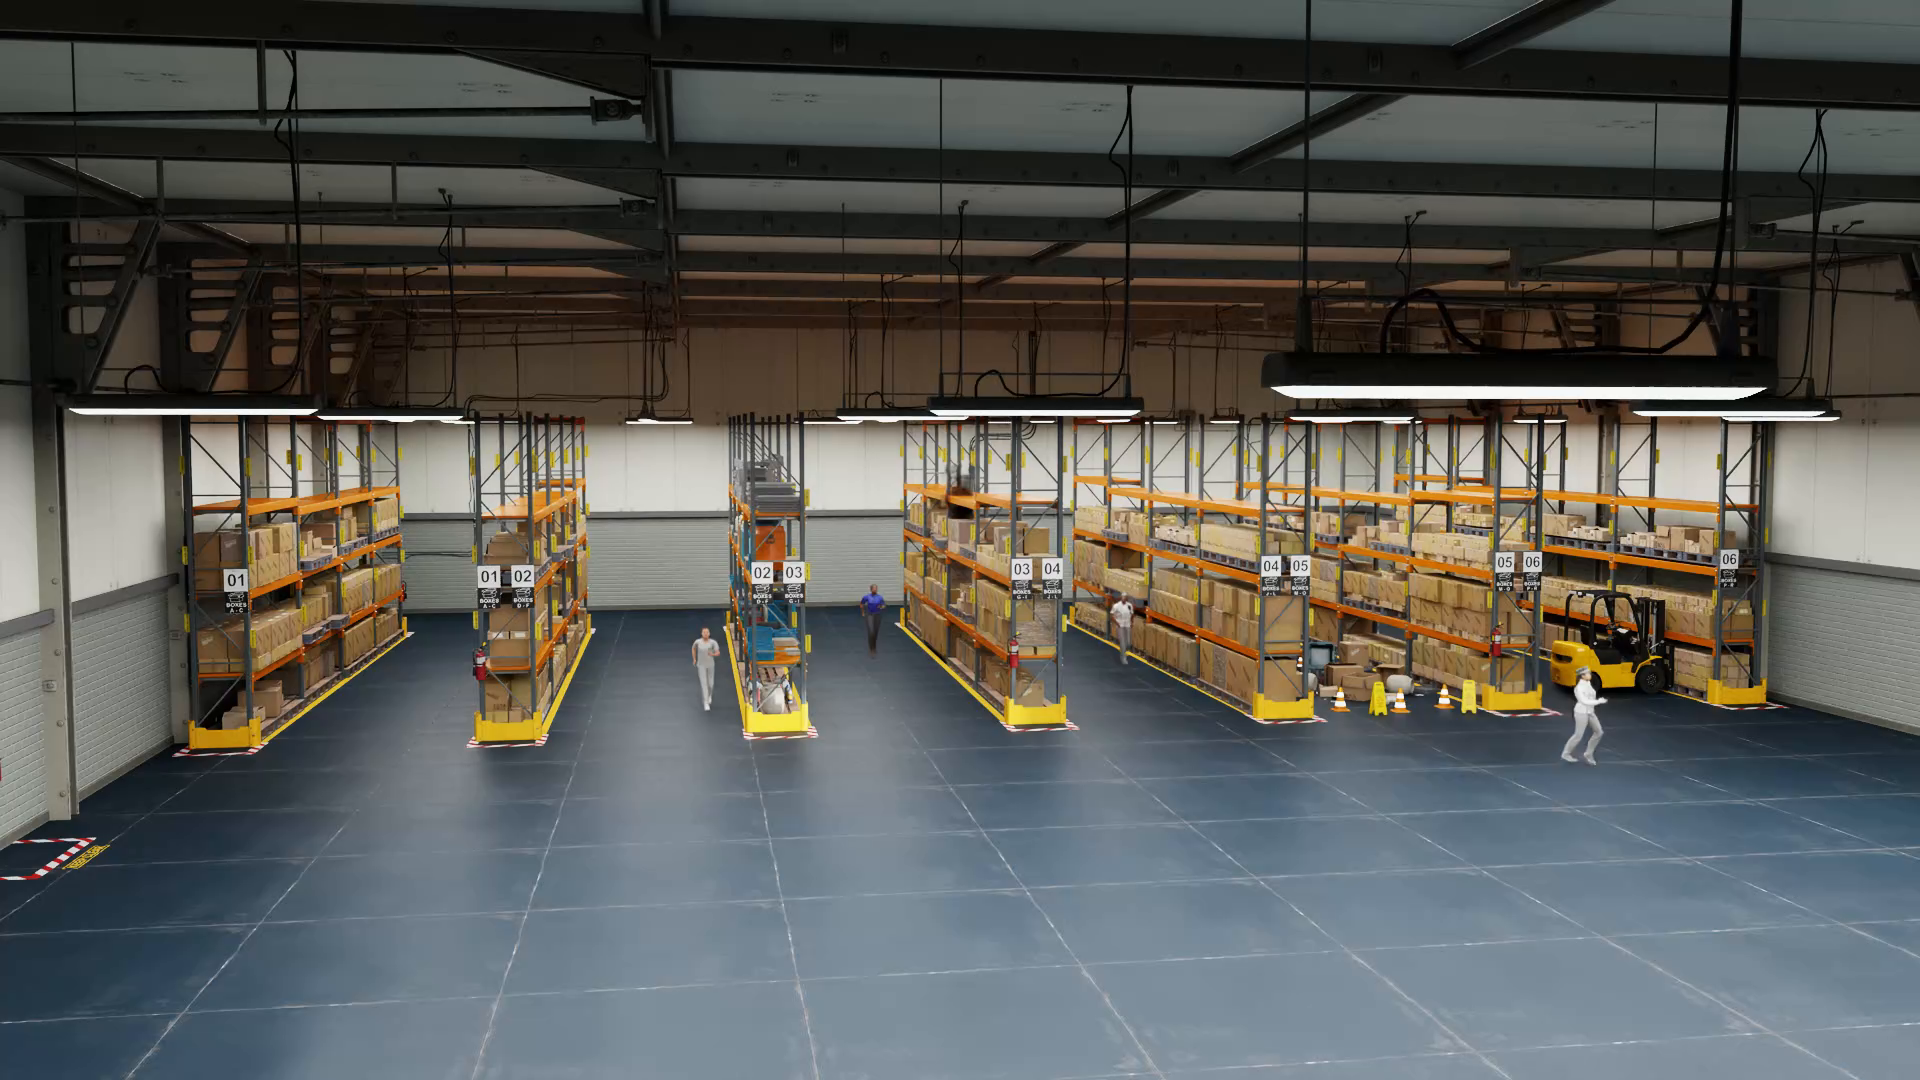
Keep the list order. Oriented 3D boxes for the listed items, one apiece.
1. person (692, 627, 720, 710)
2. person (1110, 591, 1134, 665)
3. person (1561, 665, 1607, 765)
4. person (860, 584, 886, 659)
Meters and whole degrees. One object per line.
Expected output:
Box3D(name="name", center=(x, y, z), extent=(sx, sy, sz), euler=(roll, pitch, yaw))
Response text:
Box3D(name="person", center=(-5.152, 2.573, 33.743), extent=(0.565, 1.647, 0.947), euler=(-1, 4, -10))
Box3D(name="person", center=(3.739, 1.998, 38.248), extent=(0.587, 1.686, 0.549), euler=(-1, 4, -14))
Box3D(name="person", center=(10.570, 2.972, 28.122), extent=(0.715, 1.744, 0.595), euler=(3, 5, 38))
Box3D(name="person", center=(-2.054, 1.968, 39.568), extent=(0.550, 1.649, 0.726), euler=(-1, 4, -21))
